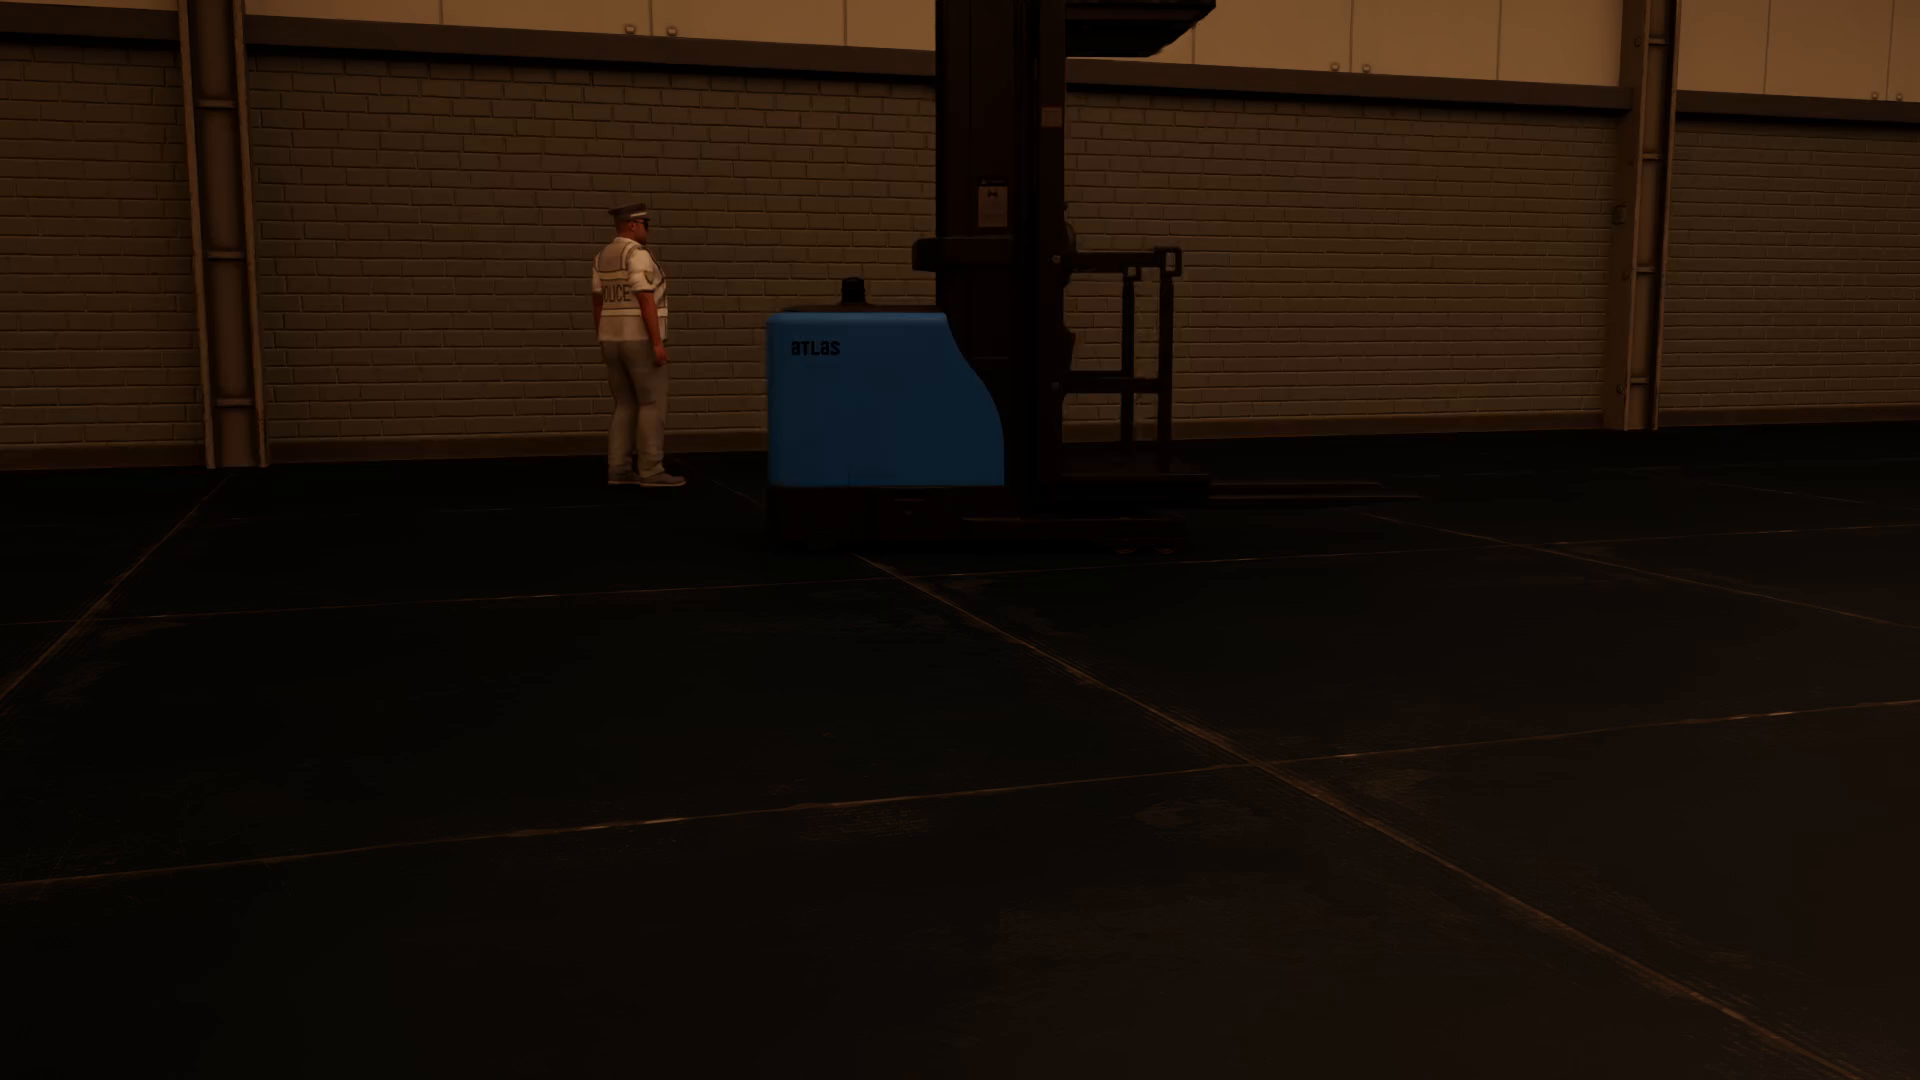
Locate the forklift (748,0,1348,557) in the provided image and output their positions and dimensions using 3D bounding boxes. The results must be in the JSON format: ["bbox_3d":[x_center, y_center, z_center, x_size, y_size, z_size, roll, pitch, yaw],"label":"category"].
[{"bbox_3d":[0.537,-1.495,8.043,3.031,2.935,1.130,-4,9,-29],"label":"forklift"}]

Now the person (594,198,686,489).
[{"bbox_3d":[-1.999,-1.210,10.260,0.538,1.772,0.396,7,10,41],"label":"person"}]
